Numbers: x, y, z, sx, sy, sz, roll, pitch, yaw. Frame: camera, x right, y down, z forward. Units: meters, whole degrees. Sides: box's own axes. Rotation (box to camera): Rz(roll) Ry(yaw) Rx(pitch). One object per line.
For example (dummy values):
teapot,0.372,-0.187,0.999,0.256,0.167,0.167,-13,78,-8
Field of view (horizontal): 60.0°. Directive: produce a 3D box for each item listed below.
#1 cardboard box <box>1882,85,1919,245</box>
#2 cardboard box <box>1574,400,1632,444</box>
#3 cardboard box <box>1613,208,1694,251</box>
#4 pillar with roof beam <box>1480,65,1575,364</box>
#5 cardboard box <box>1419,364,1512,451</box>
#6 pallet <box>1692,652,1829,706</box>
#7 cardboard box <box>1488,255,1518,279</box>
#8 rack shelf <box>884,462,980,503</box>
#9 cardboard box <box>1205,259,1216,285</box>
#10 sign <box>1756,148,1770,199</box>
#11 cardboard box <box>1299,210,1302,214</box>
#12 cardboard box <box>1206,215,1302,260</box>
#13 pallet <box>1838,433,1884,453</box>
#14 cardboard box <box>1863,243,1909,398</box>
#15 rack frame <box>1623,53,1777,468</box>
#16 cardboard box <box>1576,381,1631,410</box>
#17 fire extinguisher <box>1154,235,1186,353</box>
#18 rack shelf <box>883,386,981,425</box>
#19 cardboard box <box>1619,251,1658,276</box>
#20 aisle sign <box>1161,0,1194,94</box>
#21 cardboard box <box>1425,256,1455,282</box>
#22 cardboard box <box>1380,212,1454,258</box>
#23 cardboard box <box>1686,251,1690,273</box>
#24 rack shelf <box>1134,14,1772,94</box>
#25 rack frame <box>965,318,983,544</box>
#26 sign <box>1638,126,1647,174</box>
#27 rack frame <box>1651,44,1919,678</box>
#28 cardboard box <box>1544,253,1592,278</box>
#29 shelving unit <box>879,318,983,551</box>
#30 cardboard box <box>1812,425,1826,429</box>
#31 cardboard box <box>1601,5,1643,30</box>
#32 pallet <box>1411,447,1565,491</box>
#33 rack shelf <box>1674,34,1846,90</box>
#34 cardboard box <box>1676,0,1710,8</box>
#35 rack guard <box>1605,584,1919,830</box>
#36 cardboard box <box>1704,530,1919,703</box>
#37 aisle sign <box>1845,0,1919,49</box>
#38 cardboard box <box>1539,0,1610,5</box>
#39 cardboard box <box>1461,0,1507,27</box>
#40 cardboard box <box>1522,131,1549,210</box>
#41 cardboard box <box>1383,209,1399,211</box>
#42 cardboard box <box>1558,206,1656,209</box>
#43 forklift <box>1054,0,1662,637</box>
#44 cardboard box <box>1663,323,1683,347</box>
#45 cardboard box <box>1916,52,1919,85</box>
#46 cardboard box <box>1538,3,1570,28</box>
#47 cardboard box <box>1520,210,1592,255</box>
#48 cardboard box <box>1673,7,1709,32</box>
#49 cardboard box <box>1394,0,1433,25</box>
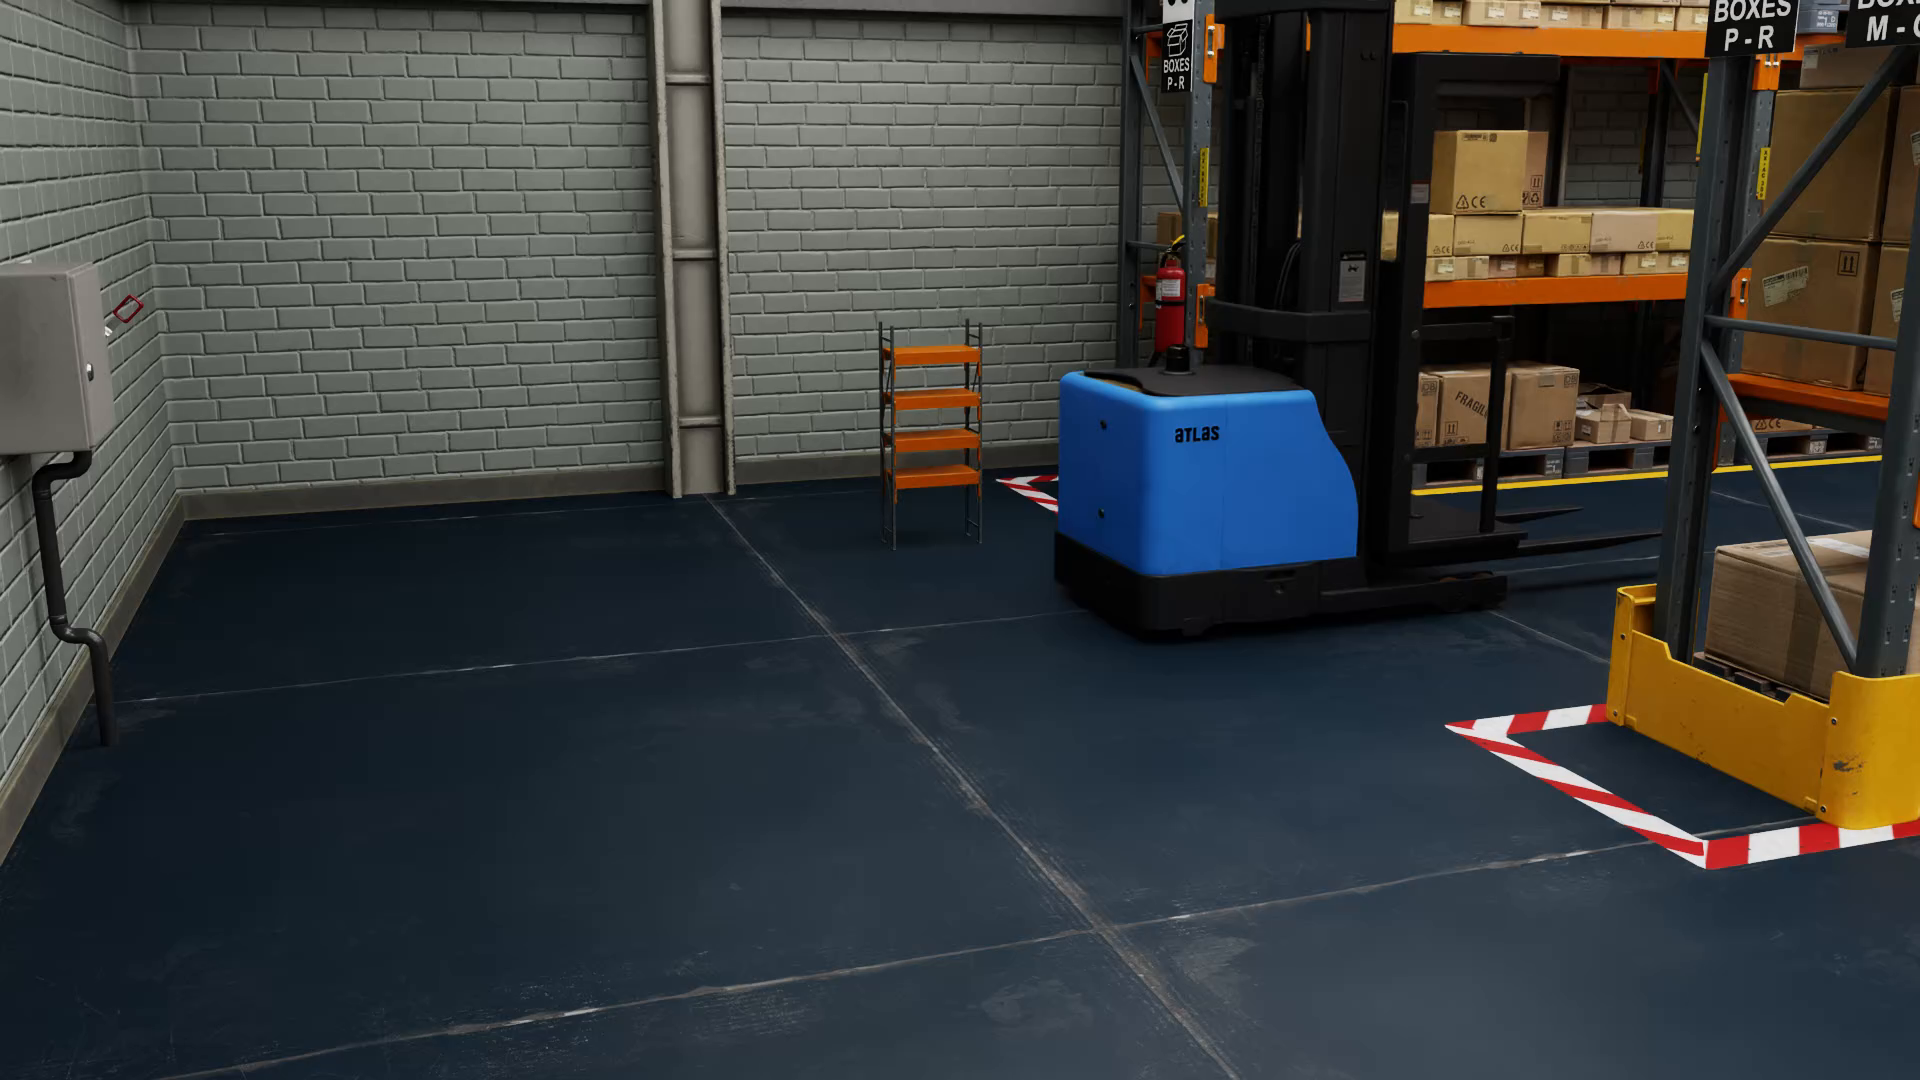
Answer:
cardboard box,3.347,-1.186,5.268,0.500,0.500,0.500,-5,14,-19
cardboard box,4.233,-0.803,11.039,0.258,0.266,0.396,-4,14,-16
cardboard box,4.601,-2.042,10.926,0.500,0.250,0.500,-4,14,-17
pillar with roof beam,5.432,-4.182,7.277,0.400,9.000,9.100,-4,14,-18
cardboard box,3.180,-0.850,10.729,0.500,0.500,0.500,-4,14,-17
pallet,3.535,0.603,6.152,1.213,0.211,1.003,-4,14,-18
cardboard box,3.316,-1.750,10.561,0.250,0.149,0.380,-4,14,-18
rack shelf,-0.157,-0.313,9.014,0.480,0.148,0.258,-4,14,-18
cardboard box,1.614,-1.608,9.963,0.250,0.149,0.380,-5,14,-18
sign,5.186,-2.364,10.728,0.005,0.325,0.100,-4,14,-18
cardboard box,2.055,-1.968,10.614,0.500,0.250,0.500,-4,14,-18
cardboard box,1.731,-1.812,9.960,0.500,0.250,0.500,-4,14,-18
pallet,6.923,-0.864,12.318,1.213,0.211,1.003,-4,14,-18
cardboard box,3.348,-0.699,5.382,0.500,0.500,0.500,-5,14,-19
rack frame,5.006,-2.061,11.326,0.127,3.000,1.000,-4,14,-18
cardboard box,4.305,-0.960,11.601,0.500,0.311,0.500,-4,14,-16
fire extinguisher,1.223,-1.435,9.665,0.183,0.674,0.296,-4,14,-18
rack shelf,-0.157,-0.724,8.916,0.480,0.148,0.258,-4,14,-18
cardboard box,4.306,-1.812,10.820,0.250,0.149,0.380,-4,14,-17
aisle sign,1.244,-2.961,9.492,0.004,0.787,0.394,-4,14,-18
cardboard box,2.851,-1.692,10.317,0.250,0.149,0.380,-5,14,-20
cardboard box,2.688,-1.887,10.277,0.500,0.250,0.500,-5,14,-19
cardboard box,4.784,-1.860,11.023,0.250,0.149,0.380,-4,14,-17
rack shelf,3.111,-3.023,10.442,4.000,0.370,1.077,-4,14,-18
rack frame,0.074,-0.590,9.028,0.015,1.200,0.240,-4,14,-18
sign,4.826,-2.746,11.703,0.005,0.325,0.100,-4,14,-18
rack frame,2.802,-0.678,5.509,0.127,3.000,1.000,-4,14,-18
cardboard box,3.816,-1.773,10.658,0.250,0.149,0.380,-5,14,-19
shelving unit,-0.157,-0.571,8.953,0.503,1.200,0.258,-4,14,-18
cardboard box,6.038,-1.077,11.684,0.500,0.500,0.500,-5,14,-19
cardboard box,4.035,-3.254,10.404,0.250,0.149,0.380,-5,14,-18
pallet,3.197,-0.563,11.054,1.213,0.211,1.003,-4,14,-18
rack shelf,6.902,-3.318,11.683,4.000,0.370,1.077,-4,14,-18
cardboard box,4.629,-3.502,10.581,0.500,0.250,0.500,-4,14,-18
rack guard,2.779,0.540,5.791,0.348,0.500,1.175,-4,14,-18
cardboard box,3.395,0.294,6.054,0.875,0.438,0.875,-5,14,-20
aisle sign,2.826,-1.873,4.919,0.004,0.787,0.394,-4,14,-18
cardboard box,3.650,-3.426,10.262,0.500,0.250,0.500,-4,14,-17
cardboard box,3.075,-3.167,10.038,0.250,0.149,0.380,-4,14,-18
cardboard box,3.510,-2.446,11.005,0.500,0.500,0.500,-5,14,-20
cardboard box,3.022,-2.042,10.925,0.500,0.250,0.500,-4,14,-18
cardboard box,4.451,-2.156,11.404,0.500,0.250,0.500,-5,14,-19
forklift,2.027,-1.196,7.837,3.031,2.935,1.130,-5,14,-20
cardboard box,5.263,-1.455,11.872,0.250,0.149,0.380,-5,14,-20
cardboard box,3.226,-1.494,5.162,0.250,0.149,0.380,-4,14,-17
cardboard box,3.535,-3.221,10.264,0.250,0.149,0.380,-4,14,-17
cardboard box,3.654,-1.968,10.614,0.500,0.250,0.500,-5,14,-18
cardboard box,4.526,-3.290,10.551,0.250,0.149,0.380,-4,14,-18
cardboard box,2.595,-3.133,9.891,0.250,0.149,0.380,-4,14,-18
